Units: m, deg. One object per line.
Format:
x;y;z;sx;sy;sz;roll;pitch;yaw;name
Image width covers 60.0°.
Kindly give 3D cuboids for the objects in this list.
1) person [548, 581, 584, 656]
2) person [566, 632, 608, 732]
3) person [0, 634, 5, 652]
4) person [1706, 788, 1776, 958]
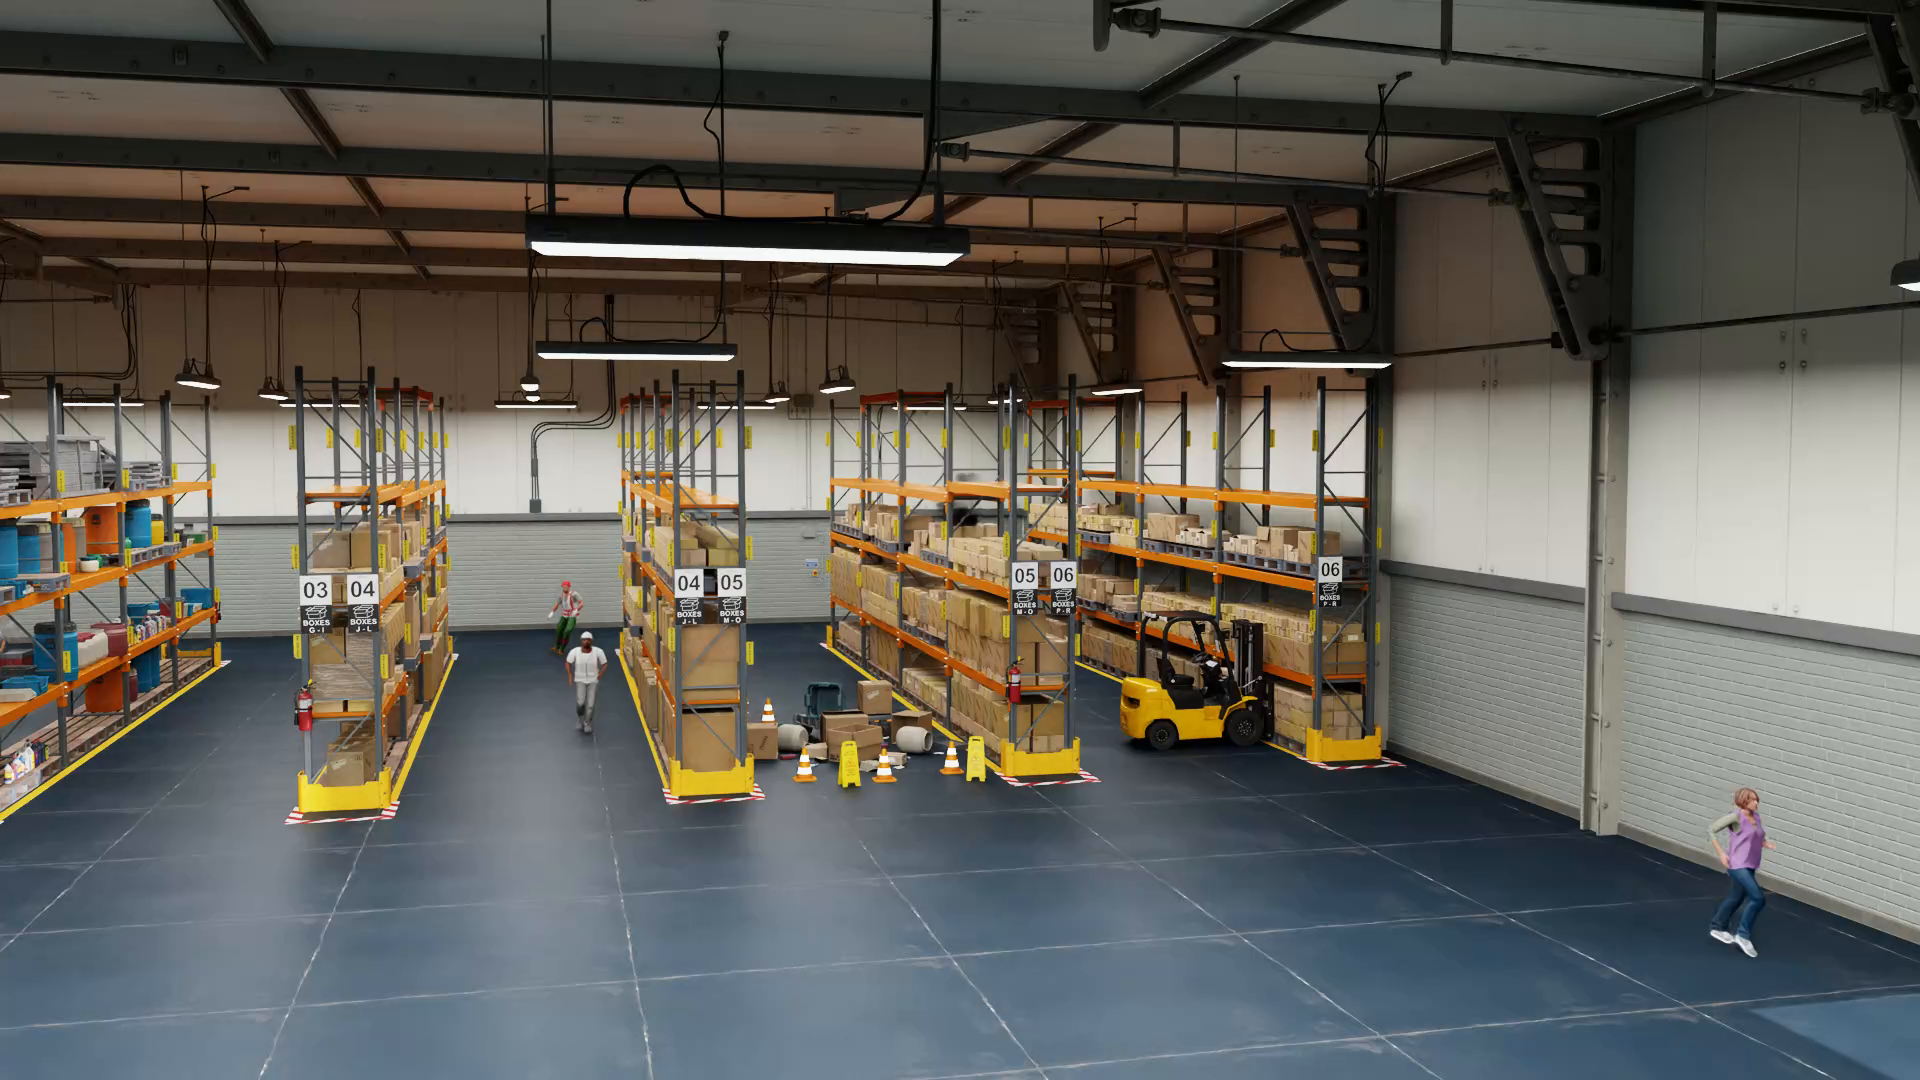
-9.304;1.816;38.948;0.943;1.727;0.677;1;4;20;person
-6.376;2.432;28.467;0.706;1.729;0.574;-1;4;-16;person
-18.384;2.320;31.405;0.586;1.676;0.661;-1;4;-24;person
7.659;3.228;16.271;0.515;1.621;0.663;-3;4;-37;person
